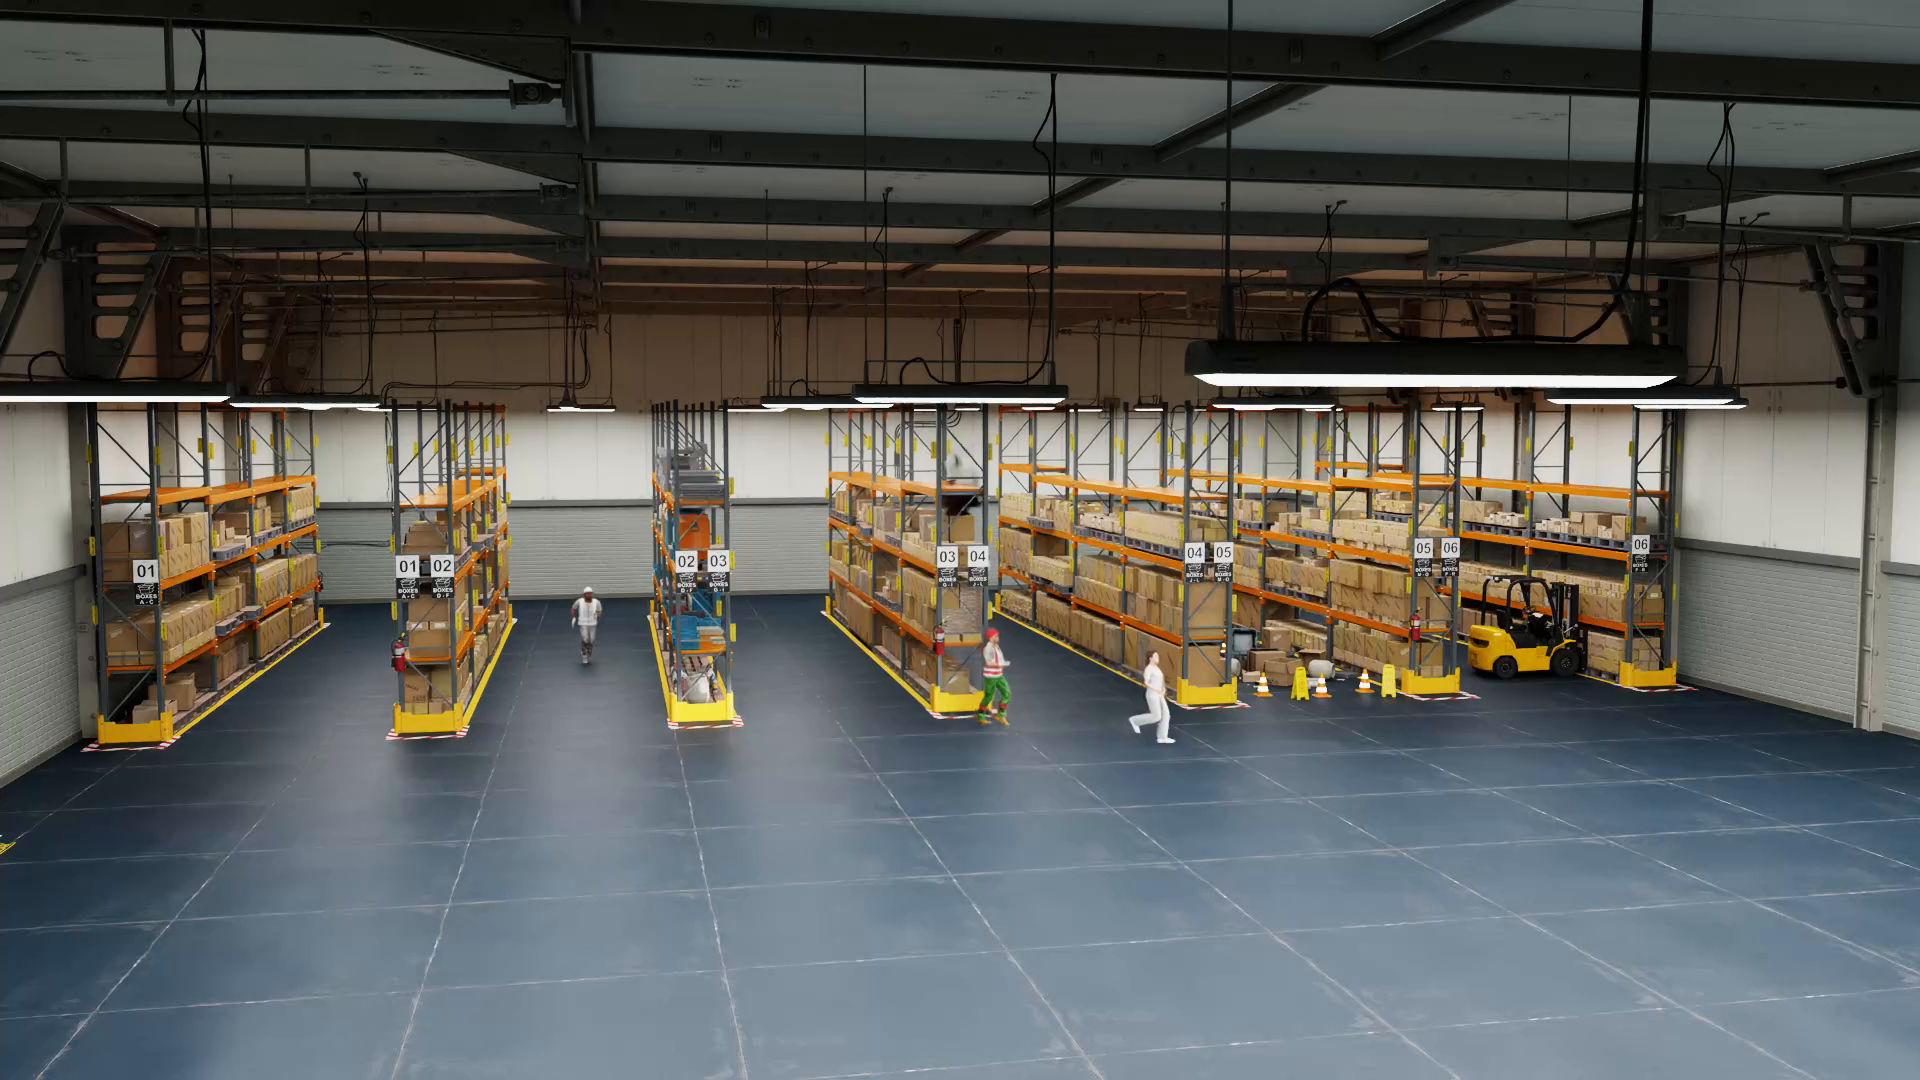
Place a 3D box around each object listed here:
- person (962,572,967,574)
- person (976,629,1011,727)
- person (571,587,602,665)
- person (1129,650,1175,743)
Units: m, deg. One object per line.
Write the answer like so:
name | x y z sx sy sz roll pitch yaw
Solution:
person | -0.162 1.250 48.805 0.781 1.589 0.537 2 5 22
person | 0.635 2.530 30.483 0.722 1.823 0.669 2 5 27
person | -8.517 1.970 38.064 0.660 1.789 0.800 -2 5 -25
person | 3.383 2.726 29.063 0.794 1.631 0.581 2 5 26
